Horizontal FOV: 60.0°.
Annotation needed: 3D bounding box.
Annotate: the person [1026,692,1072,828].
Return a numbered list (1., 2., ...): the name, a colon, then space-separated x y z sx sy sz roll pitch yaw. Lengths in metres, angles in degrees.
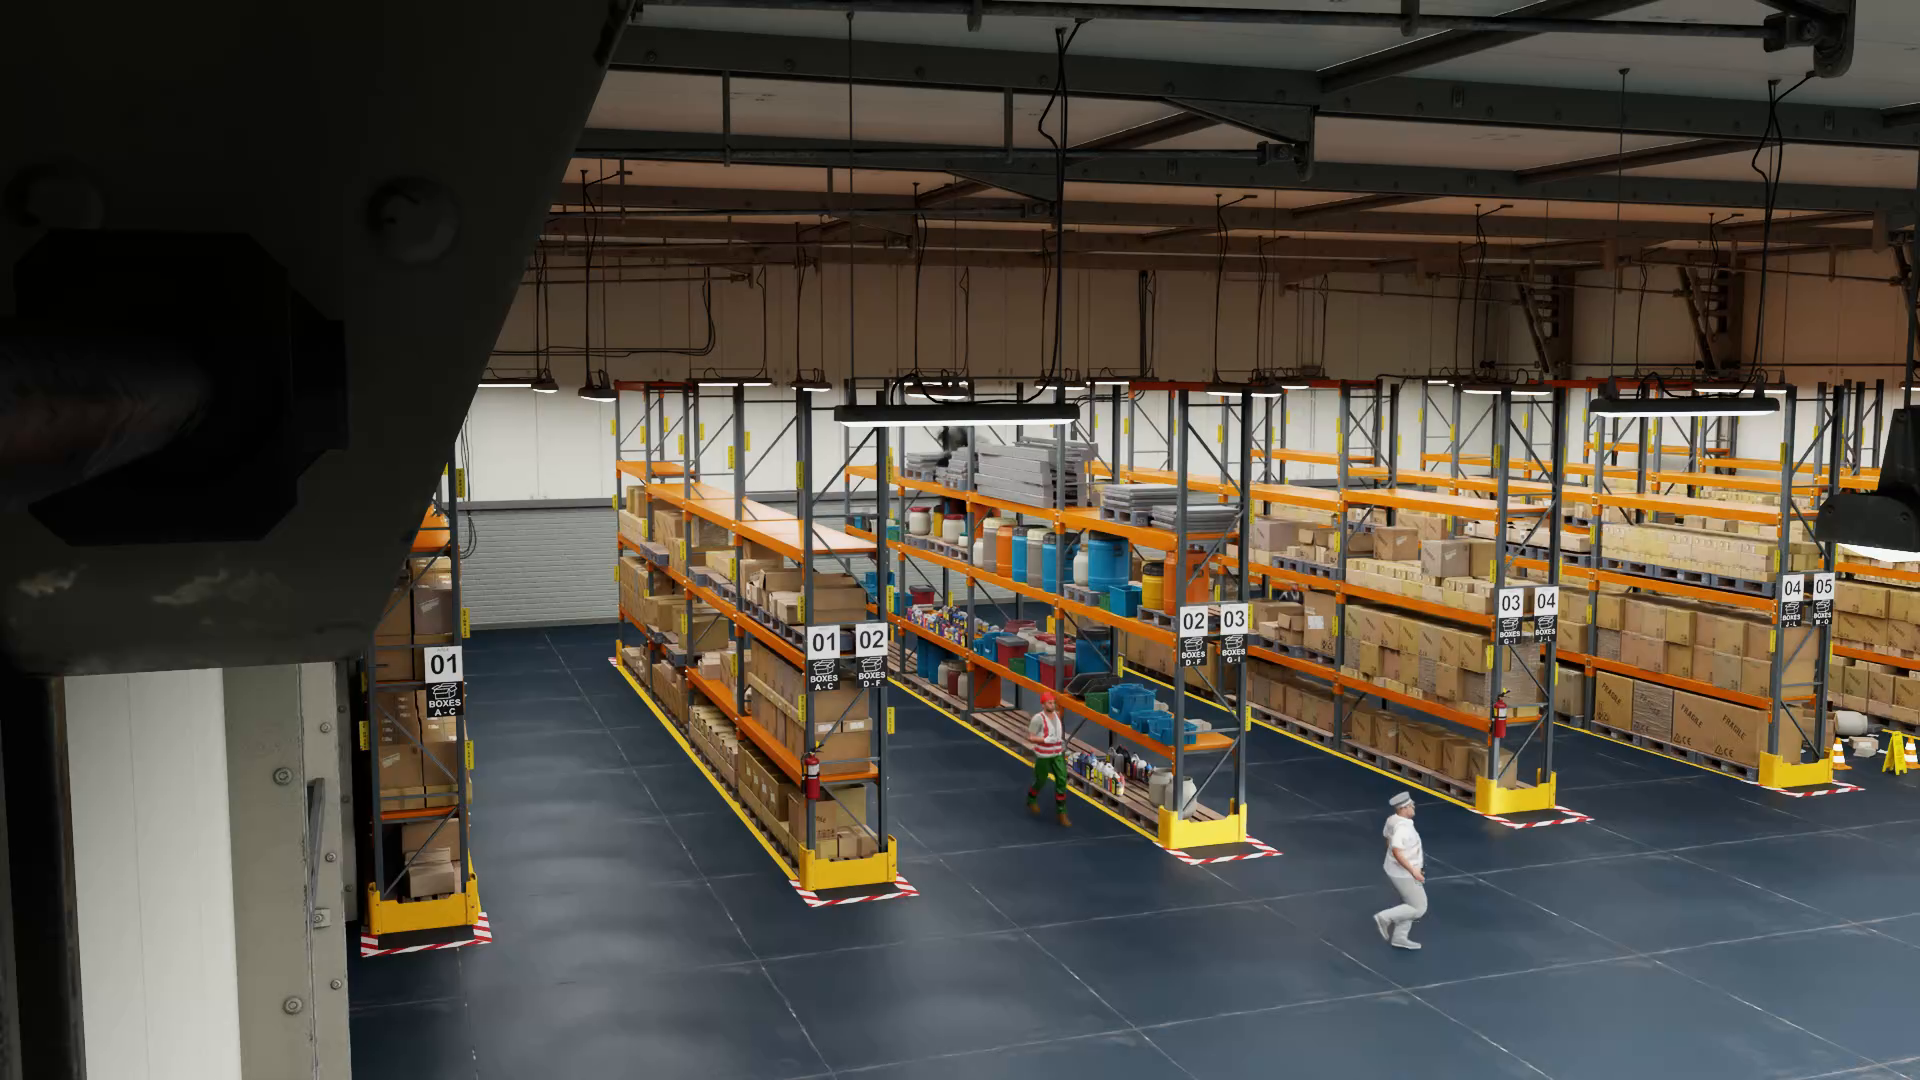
1. person: 1.206 3.001 23.003 0.642 1.833 0.893 -4 7 -31

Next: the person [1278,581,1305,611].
1. person: 7.149 1.722 35.550 0.641 1.739 0.892 -2 6 -14

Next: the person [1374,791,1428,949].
1. person: 4.766 3.577 17.997 0.603 1.746 0.665 0 6 1
